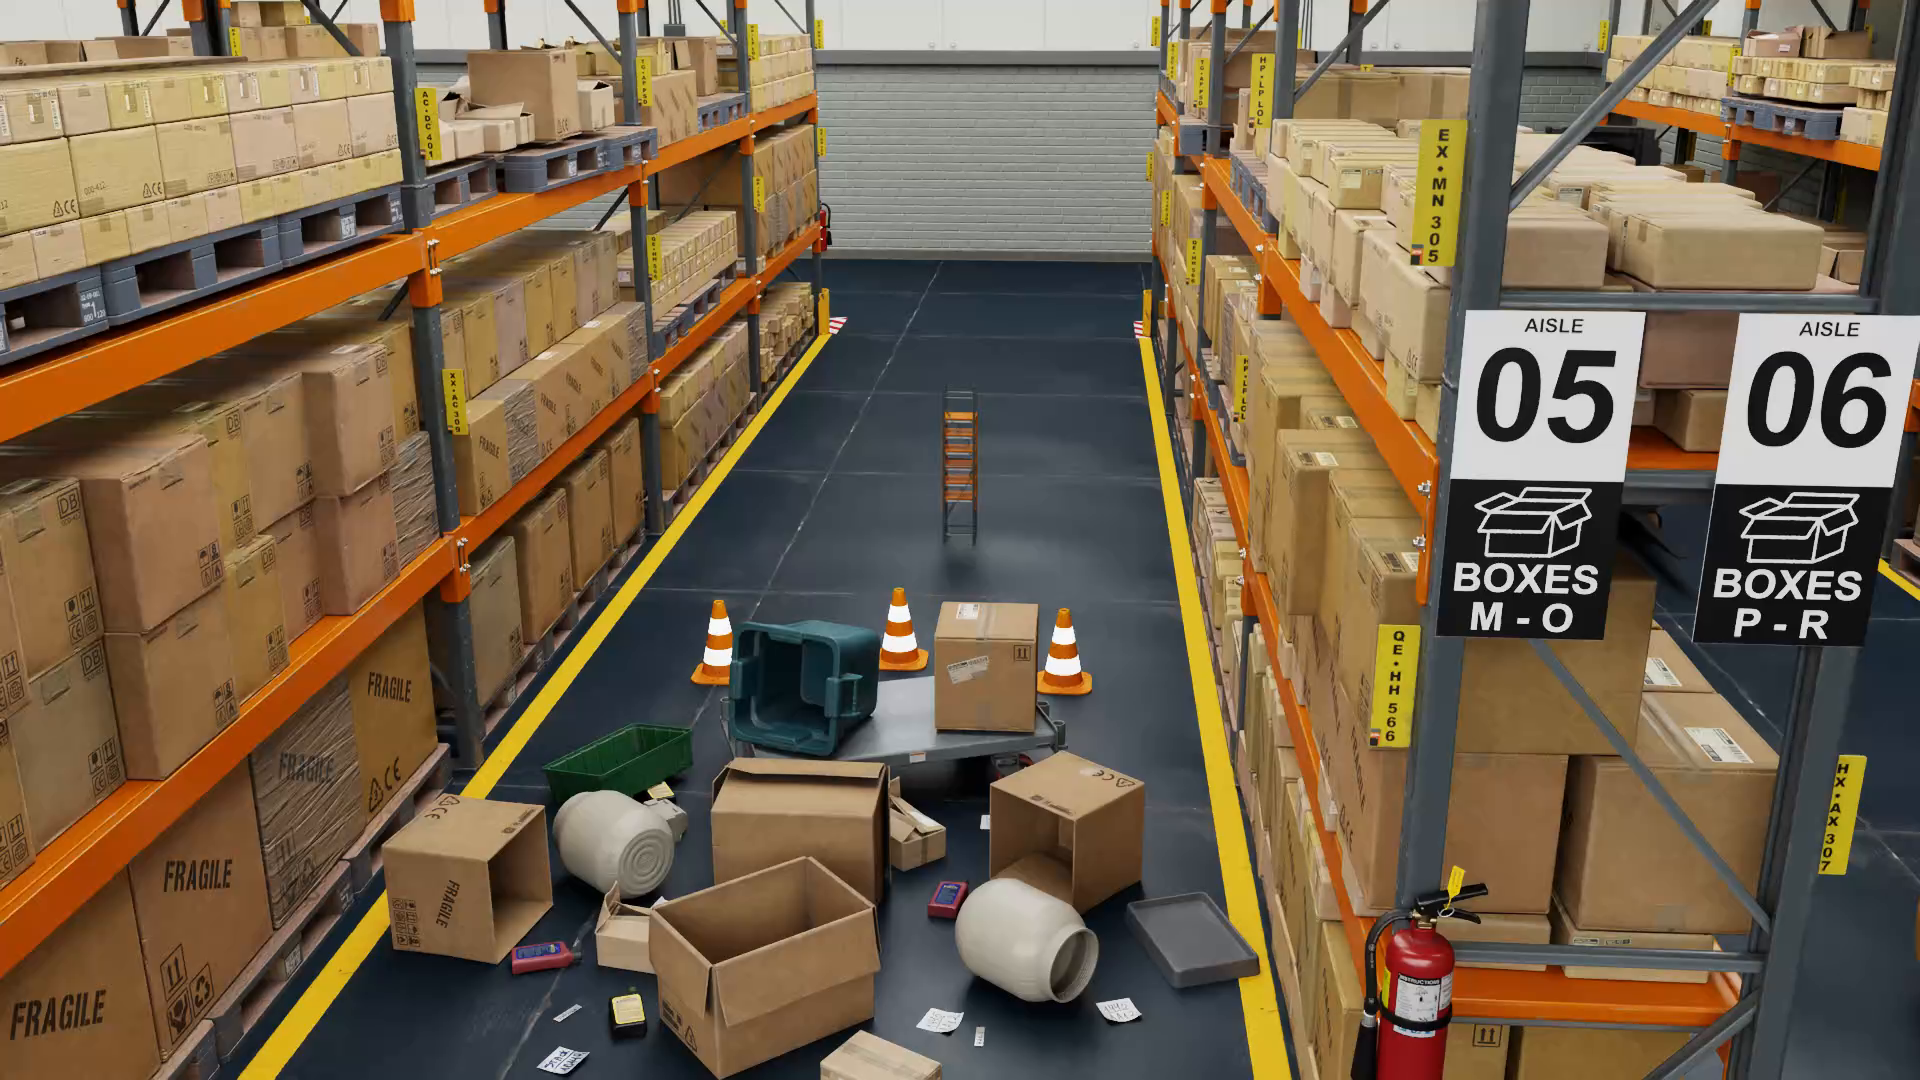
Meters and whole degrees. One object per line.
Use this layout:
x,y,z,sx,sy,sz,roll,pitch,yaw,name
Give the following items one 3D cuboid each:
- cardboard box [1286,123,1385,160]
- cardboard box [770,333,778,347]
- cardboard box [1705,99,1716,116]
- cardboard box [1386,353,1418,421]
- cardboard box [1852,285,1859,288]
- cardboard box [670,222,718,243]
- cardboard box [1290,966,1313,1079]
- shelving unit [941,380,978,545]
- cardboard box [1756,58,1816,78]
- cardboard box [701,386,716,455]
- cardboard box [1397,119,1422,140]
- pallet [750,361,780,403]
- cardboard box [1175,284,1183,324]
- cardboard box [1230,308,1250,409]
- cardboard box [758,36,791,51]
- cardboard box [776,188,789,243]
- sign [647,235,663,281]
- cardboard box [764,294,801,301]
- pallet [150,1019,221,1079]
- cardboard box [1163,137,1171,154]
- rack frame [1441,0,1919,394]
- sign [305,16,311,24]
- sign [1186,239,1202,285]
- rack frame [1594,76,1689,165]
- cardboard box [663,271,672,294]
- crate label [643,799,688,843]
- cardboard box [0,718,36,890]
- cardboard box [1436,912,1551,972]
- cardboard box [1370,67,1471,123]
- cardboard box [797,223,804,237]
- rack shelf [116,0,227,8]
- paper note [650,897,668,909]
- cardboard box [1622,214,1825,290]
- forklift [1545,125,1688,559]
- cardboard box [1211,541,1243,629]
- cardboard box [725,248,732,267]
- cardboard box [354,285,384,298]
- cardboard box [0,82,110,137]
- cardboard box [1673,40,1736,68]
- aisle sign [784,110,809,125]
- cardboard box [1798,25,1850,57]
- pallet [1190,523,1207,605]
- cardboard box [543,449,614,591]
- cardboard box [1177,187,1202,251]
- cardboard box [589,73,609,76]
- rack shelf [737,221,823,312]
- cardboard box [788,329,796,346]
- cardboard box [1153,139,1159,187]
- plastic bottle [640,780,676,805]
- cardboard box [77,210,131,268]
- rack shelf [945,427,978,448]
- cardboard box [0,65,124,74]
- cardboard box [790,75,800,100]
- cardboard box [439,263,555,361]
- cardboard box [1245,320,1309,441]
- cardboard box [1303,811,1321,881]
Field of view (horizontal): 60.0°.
1.580,-1.672,7.015,0.380,0.149,0.250,2,18,6,cardboard box
-2.133,-2.140,17.564,0.380,0.149,0.250,2,18,6,cardboard box
7.194,-4.034,15.504,0.380,0.149,0.250,1,18,4,cardboard box
1.363,-0.418,4.467,0.380,0.149,0.250,1,18,4,cardboard box
6.908,-1.755,12.528,0.500,0.250,0.500,0,18,1,cardboard box
-2.345,-2.712,14.654,0.380,0.149,0.250,1,18,4,cardboard box
1.465,1.773,5.938,0.500,0.250,0.500,1,18,4,cardboard box
-0.001,-0.566,12.222,0.258,1.200,0.189,1,18,4,shelving unit
6.975,-3.983,14.036,0.380,0.149,0.250,1,18,3,cardboard box
-2.370,-1.022,14.065,0.500,0.500,0.500,1,18,3,cardboard box
2.113,-1.741,7.224,0.380,0.149,0.250,2,18,5,cardboard box
-2.441,-1.607,16.989,1.003,0.211,1.213,1,18,4,pallet
2.063,-1.967,13.850,0.500,0.250,0.500,1,18,3,cardboard box
1.799,-1.010,9.376,0.500,0.500,0.500,2,18,6,cardboard box
-2.020,-5.321,17.824,0.380,0.149,0.250,1,18,3,cardboard box
-2.066,-3.369,17.250,0.500,0.500,0.500,1,18,3,cardboard box
-2.186,-2.019,11.909,0.100,0.325,0.005,1,18,4,sign
-2.001,-2.684,18.744,0.380,0.149,0.250,1,18,2,cardboard box
-3.334,2.079,5.739,1.003,0.211,1.213,1,18,4,pallet
2.323,-4.132,17.409,0.380,0.149,0.250,1,18,3,cardboard box
1.631,-1.768,3.366,1.000,3.000,0.127,1,18,4,rack frame
-7.660,-6.000,19.569,0.100,0.325,0.005,1,18,4,sign
1.651,-1.963,11.737,0.100,0.325,0.005,1,18,4,sign
7.729,-3.776,19.131,1.000,3.000,0.127,1,18,4,rack frame
-2.472,-2.015,13.006,0.380,0.149,0.250,1,18,2,cardboard box
-1.477,1.366,8.036,0.298,0.136,0.250,-13,22,-34,crate label
-3.332,0.817,4.873,0.875,0.550,0.550,1,18,4,cardboard box
1.444,1.082,4.708,0.380,0.149,0.250,2,18,6,cardboard box
2.385,-2.278,8.504,0.500,0.250,0.500,1,18,3,cardboard box
-1.961,-3.504,18.702,0.380,0.149,0.250,2,18,5,cardboard box
-7.537,-4.563,13.694,1.077,0.370,4.000,1,18,4,rack shelf
-1.299,1.639,7.384,0.172,0.023,0.155,8,20,23,paper note
1.860,-0.708,4.071,0.380,0.149,0.250,1,18,4,cardboard box
4.728,-1.538,12.409,1.130,2.935,3.031,1,18,4,forklift
2.049,0.288,10.273,0.950,0.372,0.625,2,18,6,cardboard box
-2.302,-2.595,15.253,0.380,0.149,0.250,1,18,4,cardboard box
-7.138,-2.814,18.931,0.875,0.875,0.875,1,18,4,cardboard box
-2.899,-1.340,5.167,0.380,0.149,0.250,1,18,3,cardboard box
7.311,-4.744,16.228,0.500,0.250,0.500,2,18,5,cardboard box
-1.862,-5.217,19.351,0.394,0.787,0.004,1,18,4,aisle sign
7.489,-4.329,14.425,0.396,0.266,0.258,1,18,3,cardboard box
2.147,0.166,11.576,1.003,0.211,1.213,1,18,4,pallet
-2.933,-0.152,11.009,1.050,0.750,0.750,2,18,5,cardboard box
2.126,-2.722,14.146,0.500,0.500,0.500,1,18,3,cardboard box
-2.930,-3.292,12.675,0.500,0.500,0.500,1,18,4,cardboard box
-2.310,-3.002,17.923,1.077,0.370,4.000,1,18,4,rack shelf
-2.019,-2.238,18.338,0.380,0.149,0.250,2,18,5,cardboard box
2.459,-4.266,18.859,0.500,0.500,0.500,1,18,3,cardboard box
-1.541,1.278,8.426,0.133,0.061,0.283,-9,20,-25,plastic bottle
-2.897,-0.962,5.293,0.380,0.149,0.250,1,18,4,cardboard box
-0.001,-0.752,12.162,0.258,0.103,0.180,1,18,4,rack shelf
-3.463,-1.748,6.411,0.380,0.149,0.250,1,18,5,cardboard box
-2.014,-4.860,17.861,0.500,0.250,0.500,2,18,6,cardboard box
-2.888,-1.389,10.078,0.700,0.500,0.500,1,18,3,cardboard box
1.670,-0.691,7.472,0.700,0.500,0.500,1,18,3,cardboard box
1.409,1.078,5.813,0.380,0.149,0.250,2,18,5,cardboard box
